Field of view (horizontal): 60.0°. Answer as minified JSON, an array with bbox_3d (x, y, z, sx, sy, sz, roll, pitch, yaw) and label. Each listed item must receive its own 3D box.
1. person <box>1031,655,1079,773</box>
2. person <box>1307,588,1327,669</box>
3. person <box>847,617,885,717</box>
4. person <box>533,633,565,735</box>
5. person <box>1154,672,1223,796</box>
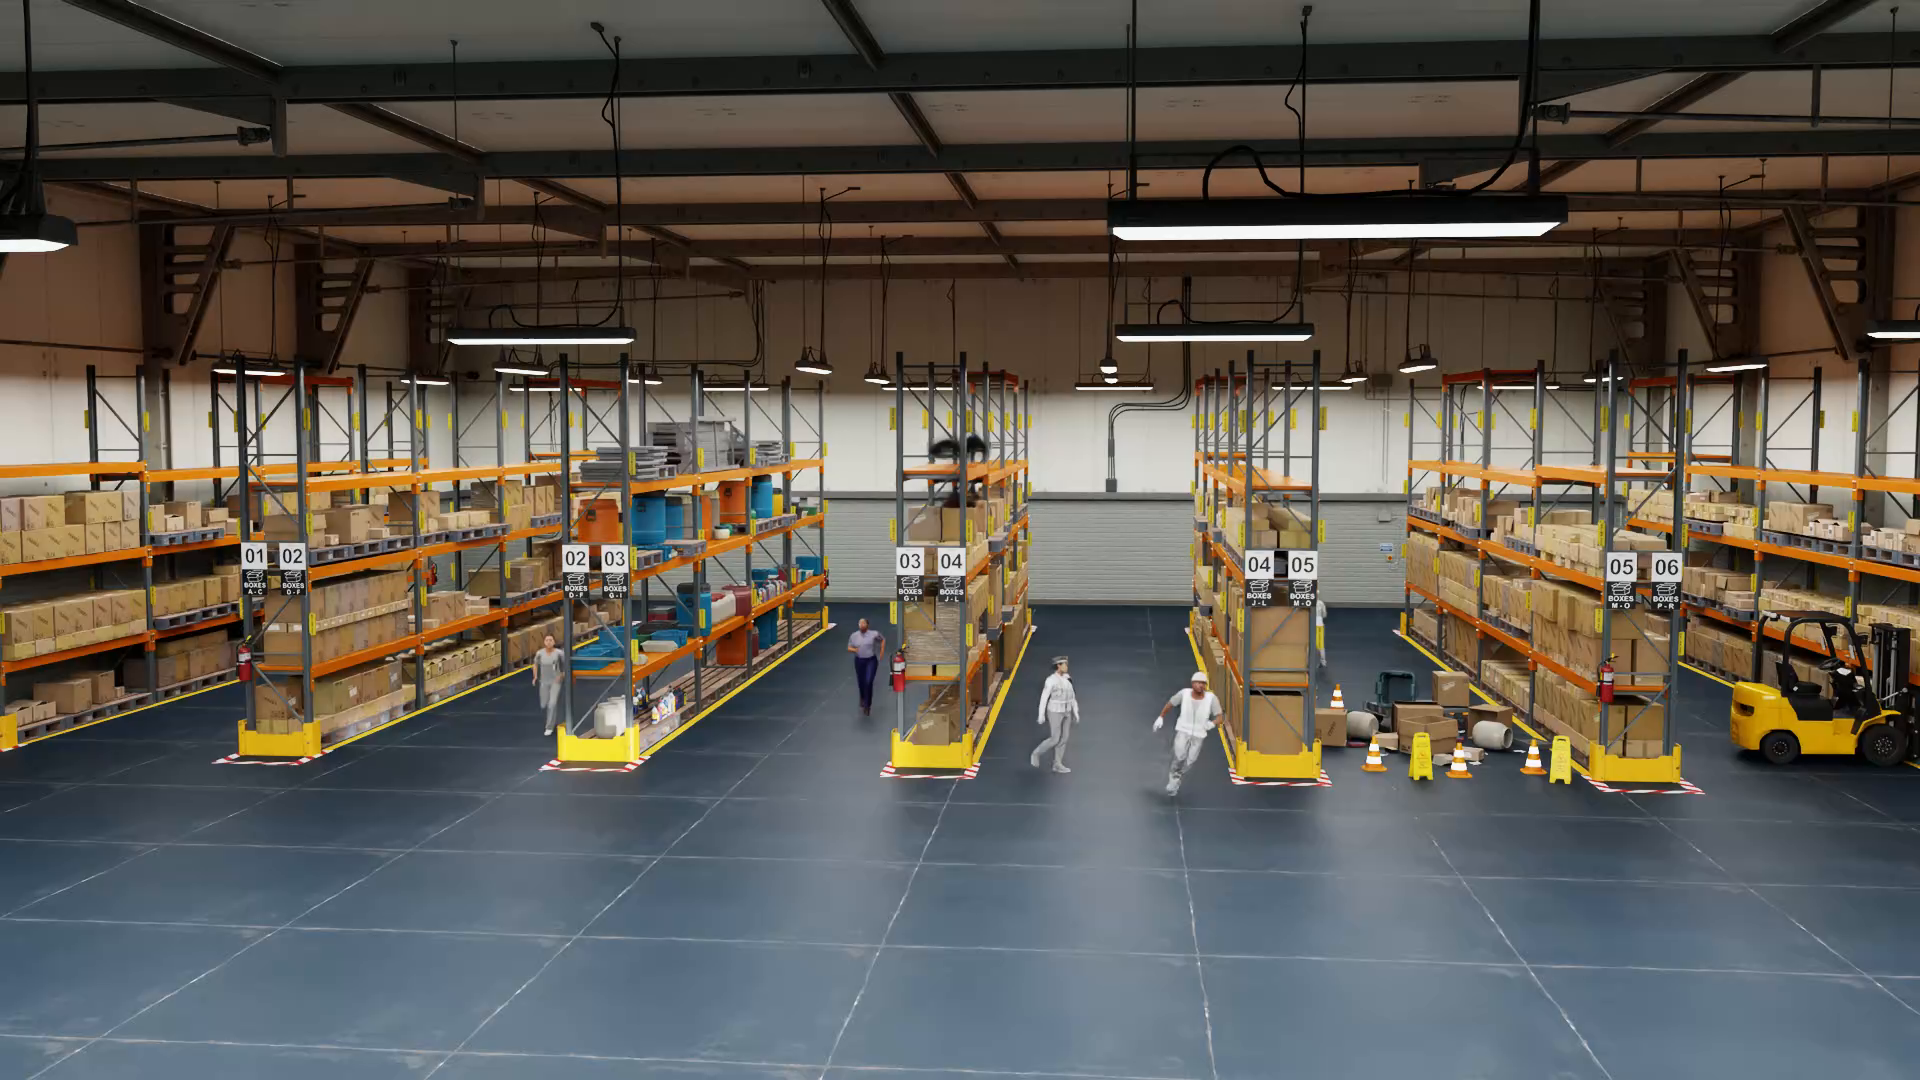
[{"bbox_3d":[1.340,2.476,23.752,0.614,1.678,0.546,-4,6,-44],"label":"person"},{"bbox_3d":[7.151,1.790,33.521,0.600,1.647,0.953,0,4,-5],"label":"person"},{"bbox_3d":[-1.611,2.155,28.623,0.603,1.689,0.901,1,4,11],"label":"person"},{"bbox_3d":[-6.597,2.300,26.845,0.578,1.625,0.616,0,4,-3],"label":"person"},{"bbox_3d":[3.072,2.594,22.187,0.862,1.689,0.725,0,4,-5],"label":"person"}]
